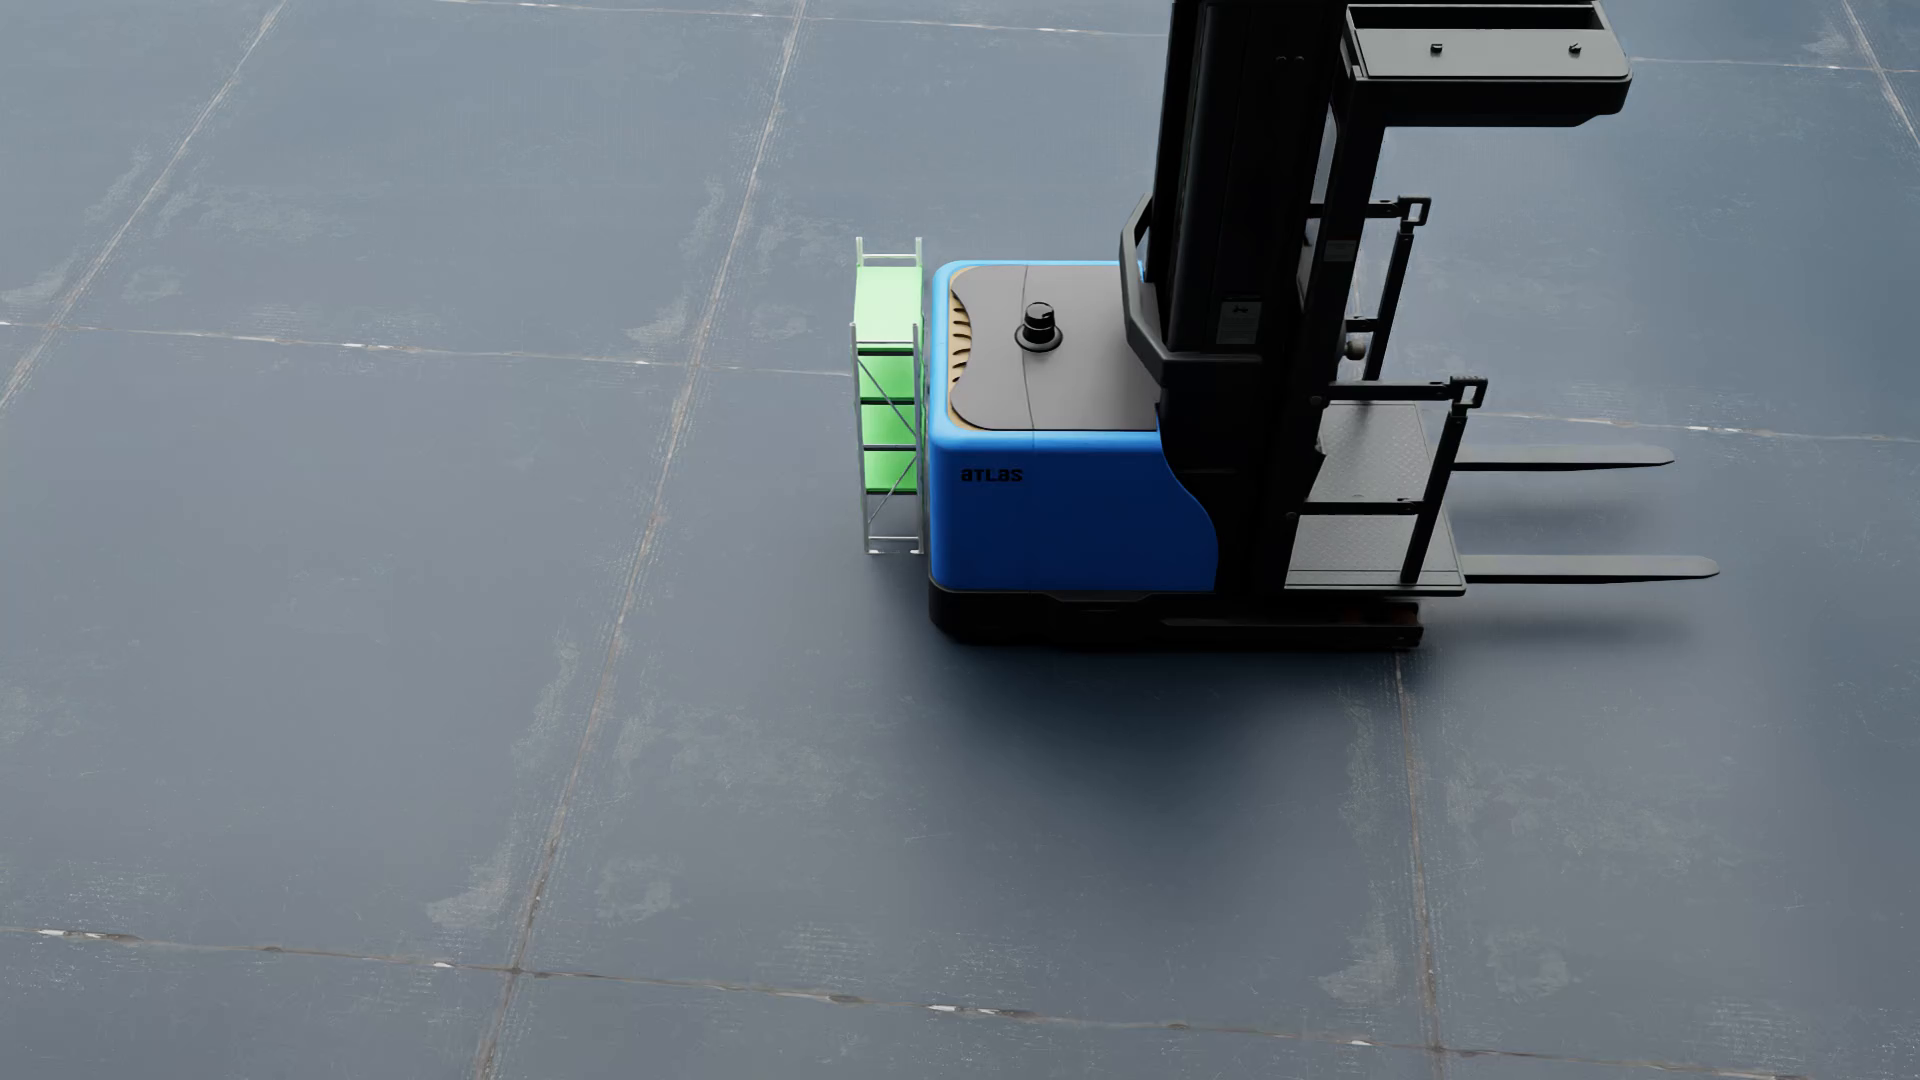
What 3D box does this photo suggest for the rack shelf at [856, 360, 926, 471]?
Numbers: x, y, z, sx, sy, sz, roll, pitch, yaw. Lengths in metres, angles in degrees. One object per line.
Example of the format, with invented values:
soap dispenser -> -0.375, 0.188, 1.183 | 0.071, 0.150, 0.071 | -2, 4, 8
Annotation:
rack shelf -> -0.265, -0.491, 6.498 | 0.258, 0.148, 0.480 | 0, 48, 0

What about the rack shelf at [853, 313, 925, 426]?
rack shelf -> -0.265, -0.653, 6.321 | 0.258, 0.148, 0.480 | 0, 48, 0

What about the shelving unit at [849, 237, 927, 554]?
shelving unit -> -0.265, -0.534, 6.451 | 0.258, 1.200, 0.503 | 0, 48, 0

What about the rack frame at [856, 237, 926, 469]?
rack frame -> -0.264, -0.714, 6.616 | 0.240, 1.200, 0.015 | 0, 48, 0

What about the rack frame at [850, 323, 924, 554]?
rack frame -> -0.266, -0.354, 6.286 | 0.240, 1.200, 0.015 | 0, 48, 0

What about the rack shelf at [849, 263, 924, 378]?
rack shelf -> -0.265, -0.815, 6.144 | 0.258, 0.148, 0.480 | 0, 48, 0

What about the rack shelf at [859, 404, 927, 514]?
rack shelf -> -0.265, -0.329, 6.675 | 0.258, 0.148, 0.480 | 0, 48, 0

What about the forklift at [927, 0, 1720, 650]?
forklift -> 1.397, -0.965, 5.672 | 3.031, 2.935, 1.130 | 0, 48, 0
